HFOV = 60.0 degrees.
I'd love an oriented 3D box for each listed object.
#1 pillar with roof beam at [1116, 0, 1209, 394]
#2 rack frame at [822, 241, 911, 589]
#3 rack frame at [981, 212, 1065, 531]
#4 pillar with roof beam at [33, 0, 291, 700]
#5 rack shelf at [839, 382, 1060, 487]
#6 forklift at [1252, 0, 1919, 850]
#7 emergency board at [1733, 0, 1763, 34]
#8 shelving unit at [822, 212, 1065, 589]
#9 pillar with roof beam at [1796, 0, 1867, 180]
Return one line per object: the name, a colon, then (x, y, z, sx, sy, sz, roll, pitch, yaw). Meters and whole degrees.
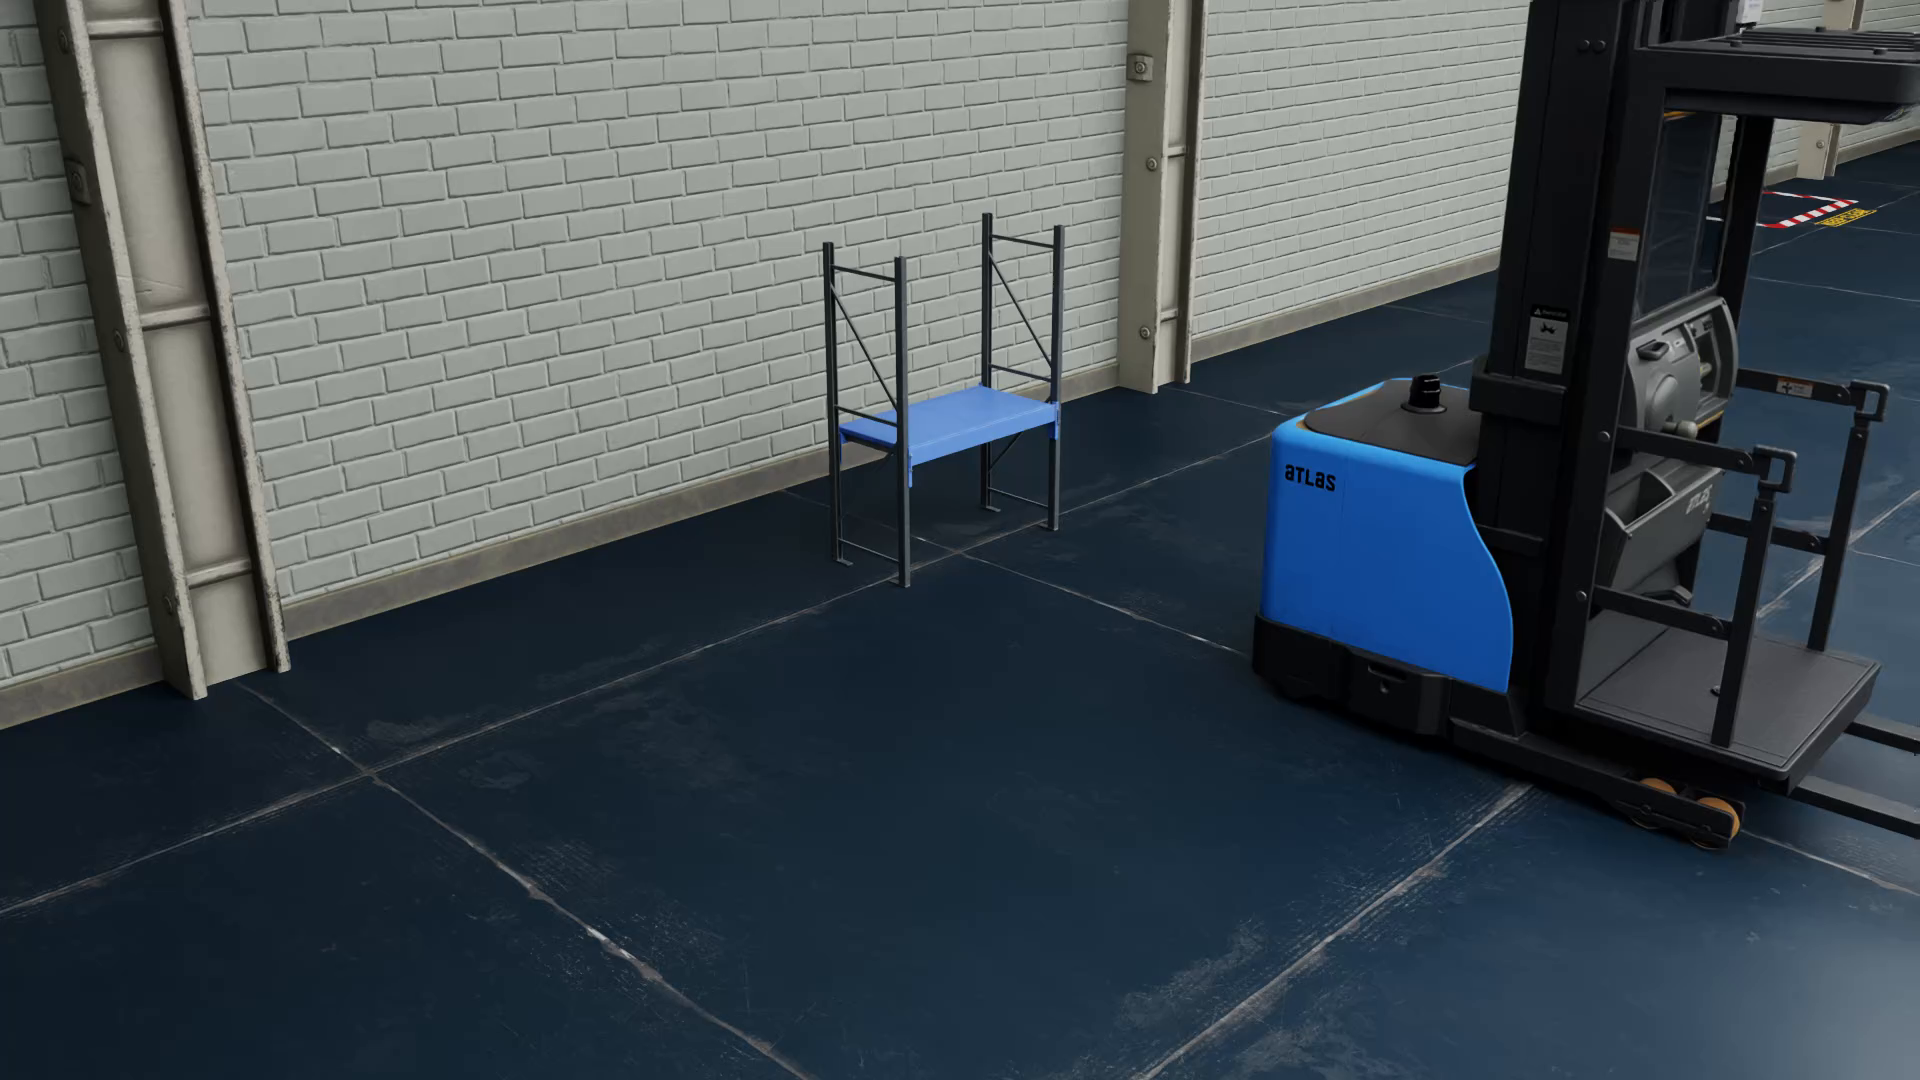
pillar with roof beam: (4.323, -4.131, 6.280, 9.100, 9.000, 0.400, 19, 28, 41)
rack frame: (-0.414, -0.547, 7.408, 0.500, 1.500, 0.032, 19, 28, 41)
rack frame: (0.295, -0.809, 8.088, 0.500, 1.500, 0.032, 19, 28, 41)
pillar with roof beam: (0.137, -2.589, 2.268, 9.100, 9.000, 0.400, 19, 28, 41)
rack shelf: (-0.060, -0.510, 7.813, 0.538, 0.185, 1.000, 19, 28, 41)
forklift: (2.584, -0.568, 5.466, 3.031, 2.935, 1.130, 18, 27, 39)
emergency board: (7.859, -4.868, 16.558, 0.194, 1.169, 0.643, 19, 28, 41)
shelving unit: (-0.060, -0.678, 7.748, 0.538, 1.500, 1.048, 19, 28, 41)
pillar with roof beam: (12.694, -7.216, 14.306, 9.100, 9.000, 0.400, 19, 28, 41)
